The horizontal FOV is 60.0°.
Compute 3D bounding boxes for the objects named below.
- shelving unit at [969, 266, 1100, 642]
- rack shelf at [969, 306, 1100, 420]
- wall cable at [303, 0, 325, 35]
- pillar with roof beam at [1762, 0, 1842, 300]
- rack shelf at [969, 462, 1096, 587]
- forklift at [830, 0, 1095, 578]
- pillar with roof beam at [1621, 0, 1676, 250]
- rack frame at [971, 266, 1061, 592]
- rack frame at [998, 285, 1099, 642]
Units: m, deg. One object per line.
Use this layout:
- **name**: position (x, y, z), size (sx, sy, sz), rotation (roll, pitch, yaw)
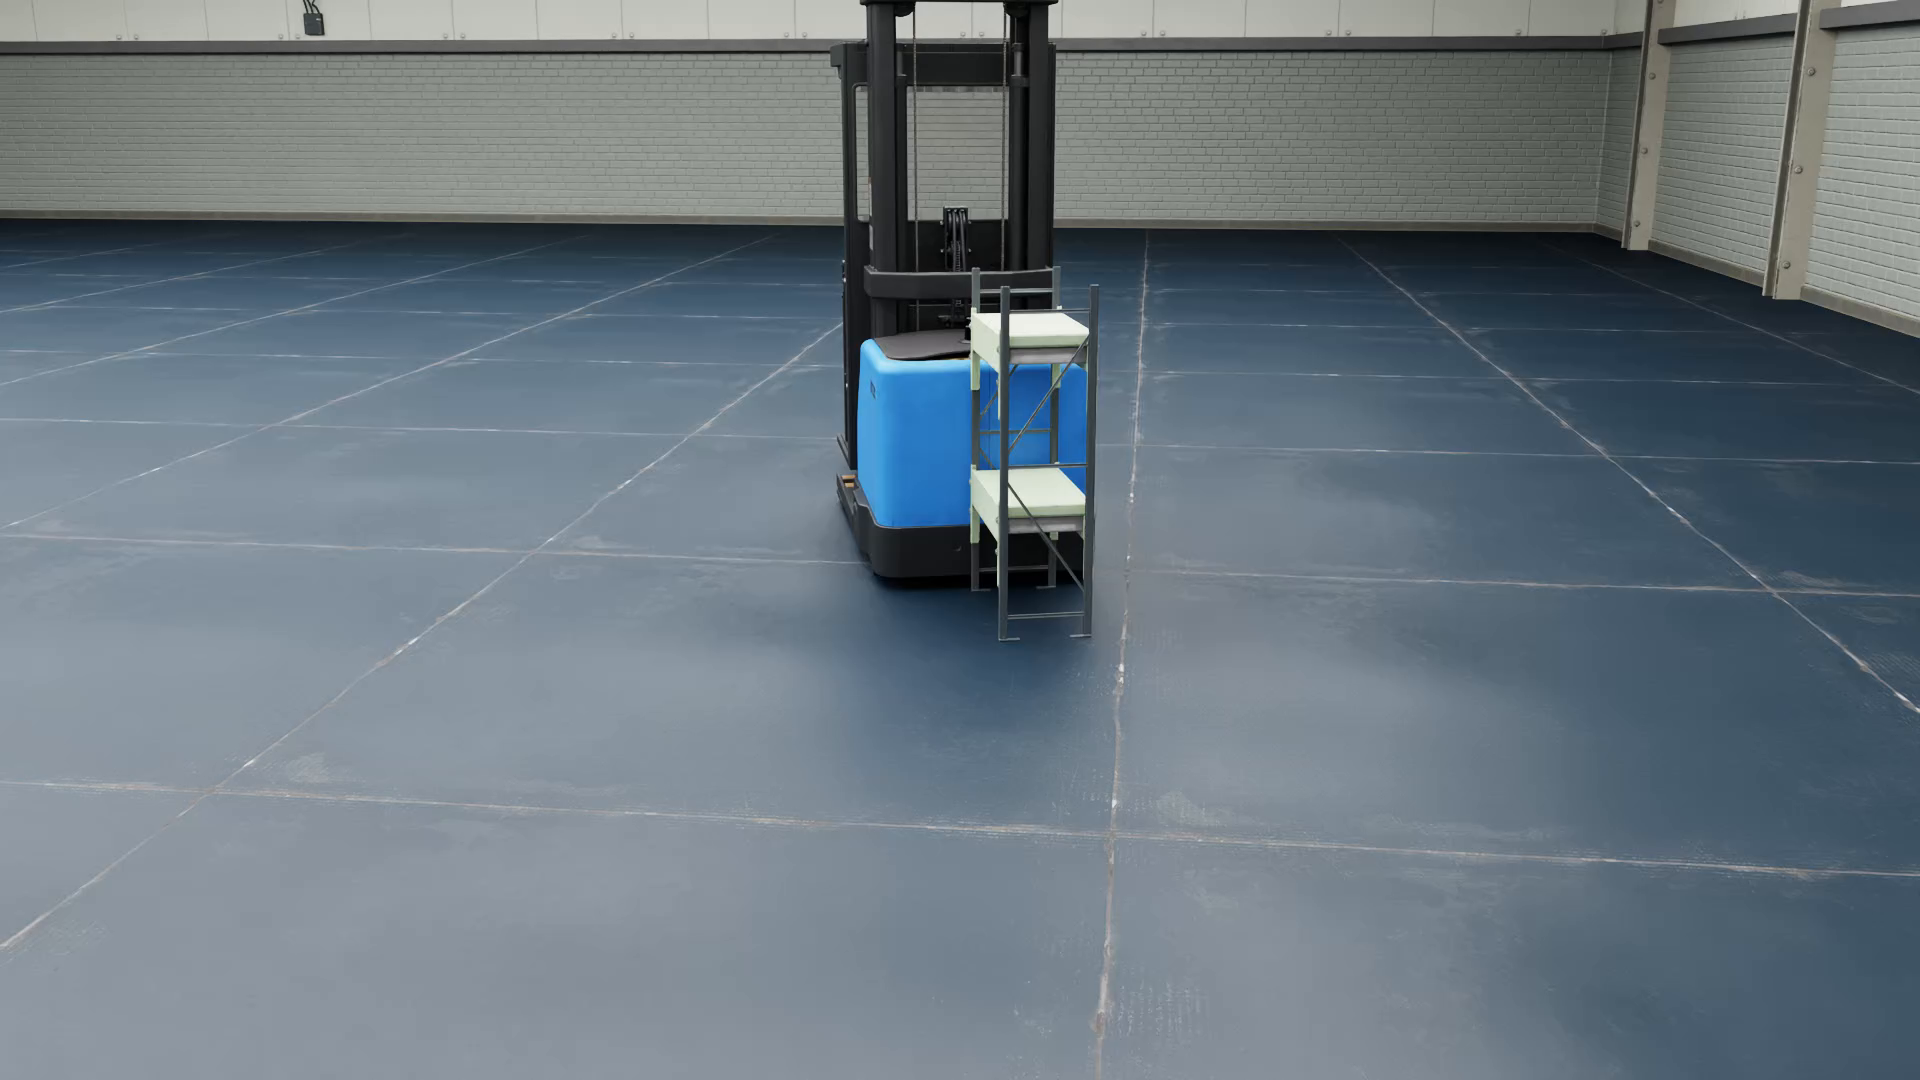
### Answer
- **shelving unit**: position (0.307, -0.396, 7.255), size (0.431, 1.500, 0.755), rotation (-2, 15, -8)
- **rack shelf**: position (0.307, -0.773, 7.153), size (0.431, 0.370, 0.720), rotation (-2, 15, -8)
- **wall cable**: position (-10.235, -11.660, 28.027), size (2.305, 6.003, 0.169), rotation (2, 15, 6)
- **pillar with roof beam**: position (5.032, -7.219, 18.121), size (9.100, 9.000, 0.400), rotation (2, 15, 6)
- **rack shelf**: position (0.307, -0.082, 7.340), size (0.431, 0.370, 0.720), rotation (-2, 15, -8)
- **forklift**: position (-0.096, -1.576, 8.877), size (1.130, 2.935, 3.031), rotation (-2, 15, -9)
- **pillar with roof beam**: position (5.709, -8.776, 23.876), size (9.100, 9.000, 0.400), rotation (2, 15, 6)
- **rack frame**: position (0.251, -0.491, 7.604), size (0.400, 1.500, 0.023), rotation (-2, 15, -8)
- **rack frame**: position (0.363, -0.302, 6.906), size (0.400, 1.500, 0.023), rotation (-2, 15, -8)
